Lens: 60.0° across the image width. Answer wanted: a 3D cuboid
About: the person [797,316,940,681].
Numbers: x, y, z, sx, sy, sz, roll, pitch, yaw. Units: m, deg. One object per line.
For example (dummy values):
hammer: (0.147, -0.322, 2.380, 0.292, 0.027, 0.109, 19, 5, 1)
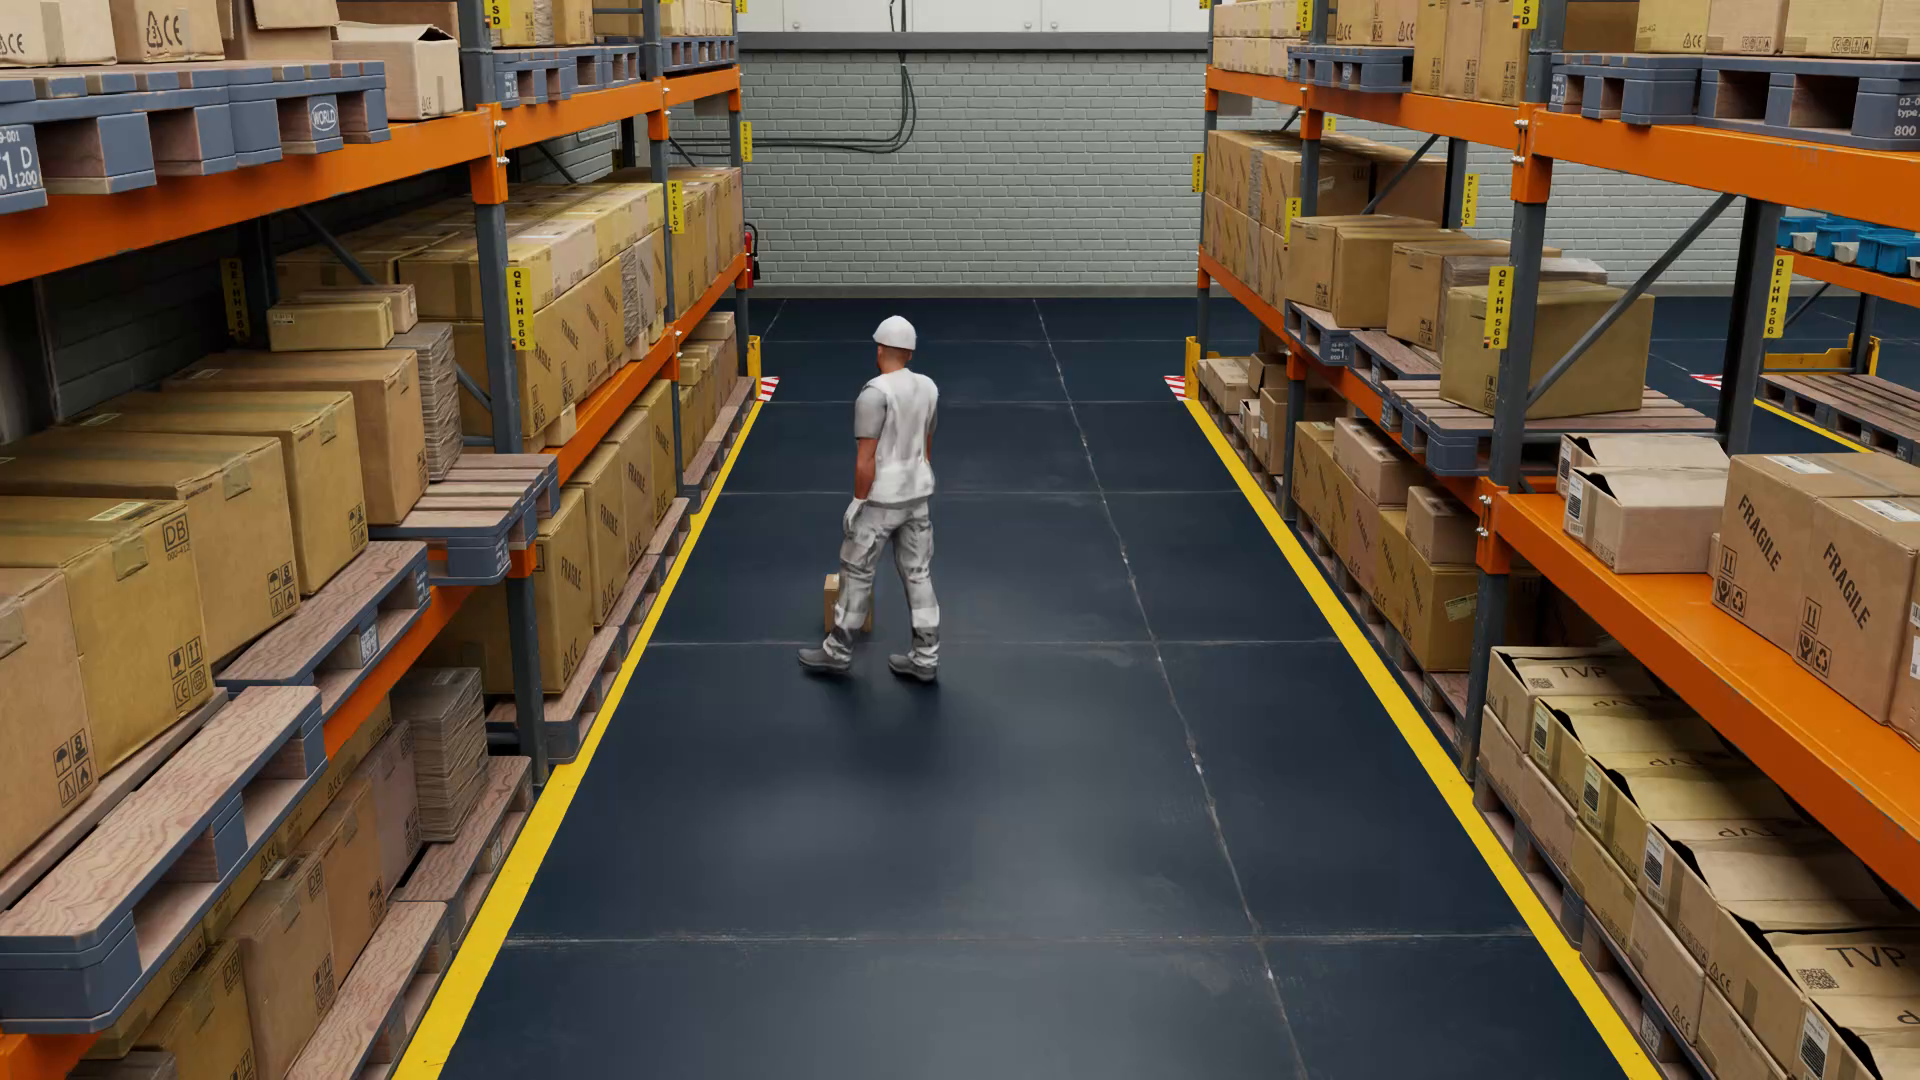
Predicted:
person: (-0.402, -0.209, 8.137, 0.677, 1.773, 0.599, 15, 23, 41)
